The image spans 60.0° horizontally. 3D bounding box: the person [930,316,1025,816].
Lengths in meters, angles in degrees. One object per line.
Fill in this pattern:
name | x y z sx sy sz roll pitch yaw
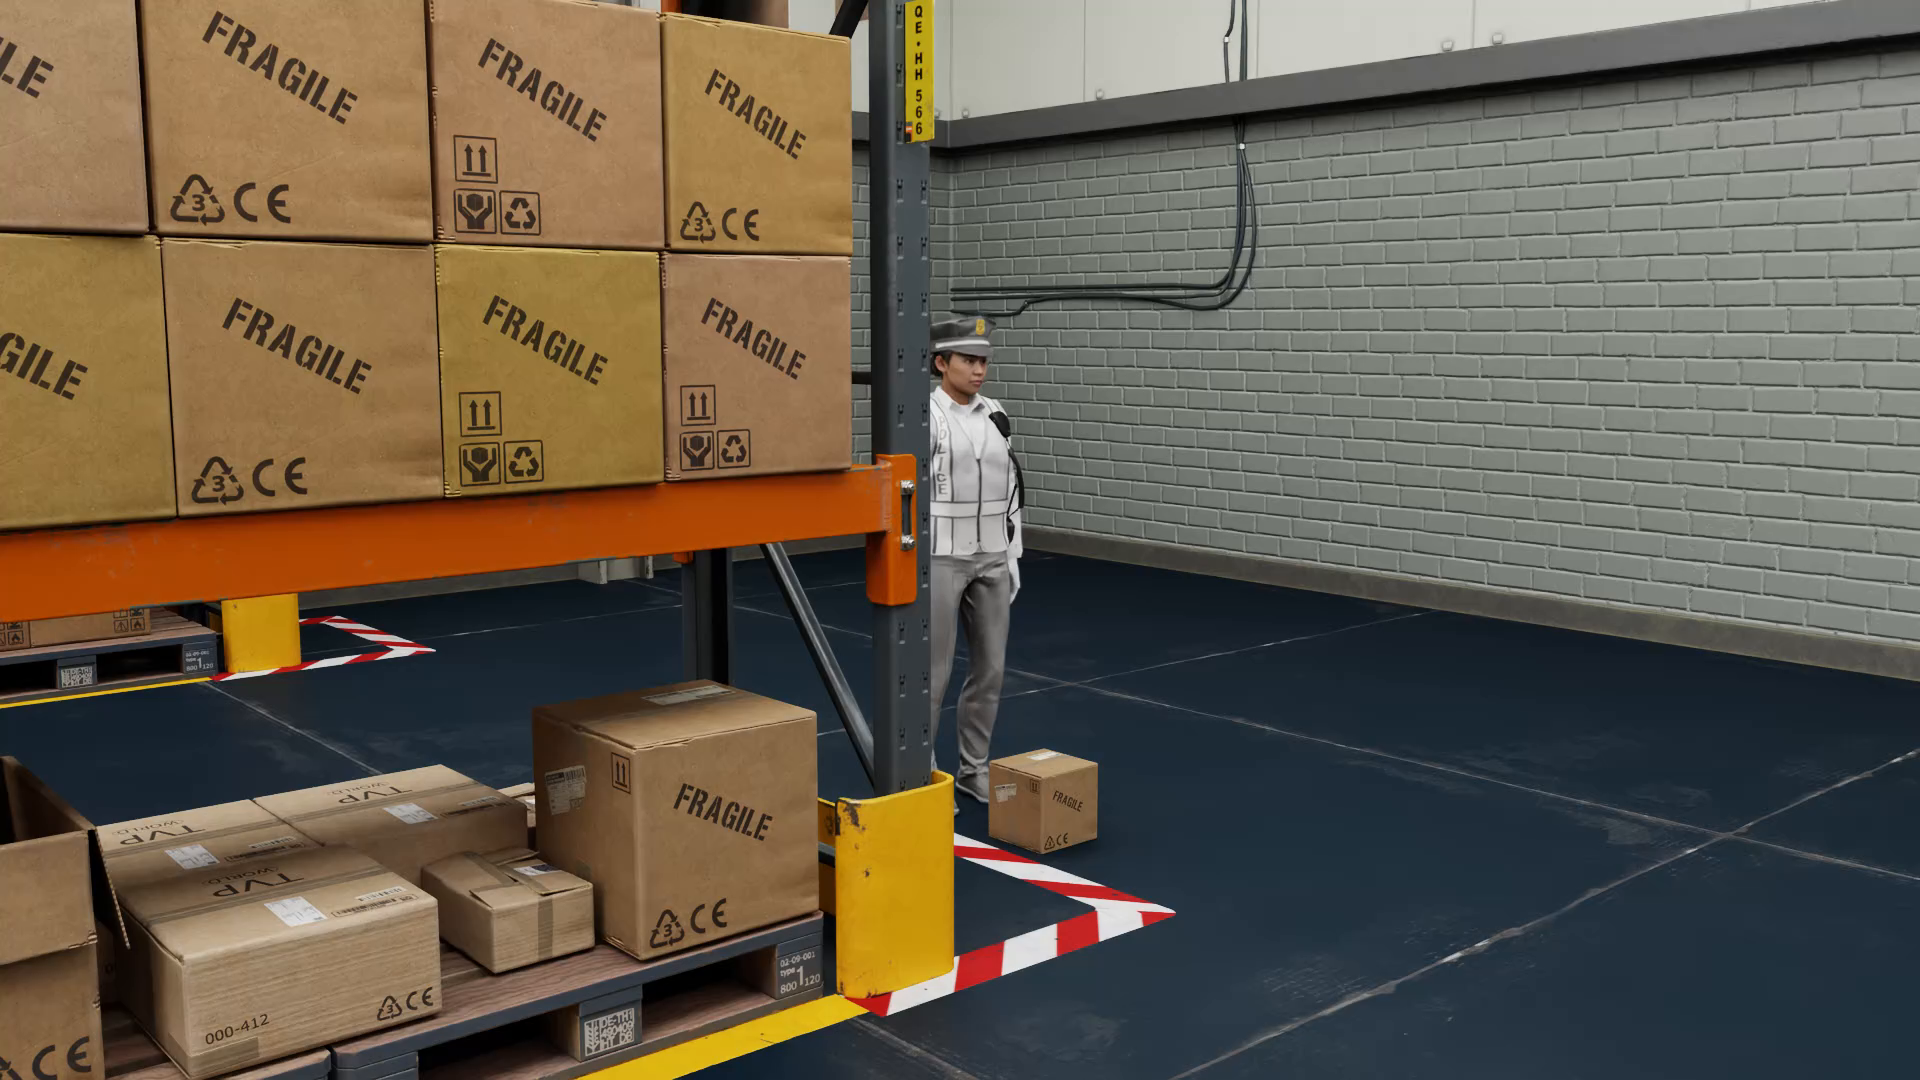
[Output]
person | 0.013 0.082 5.642 0.467 1.672 0.332 -5 9 -33
